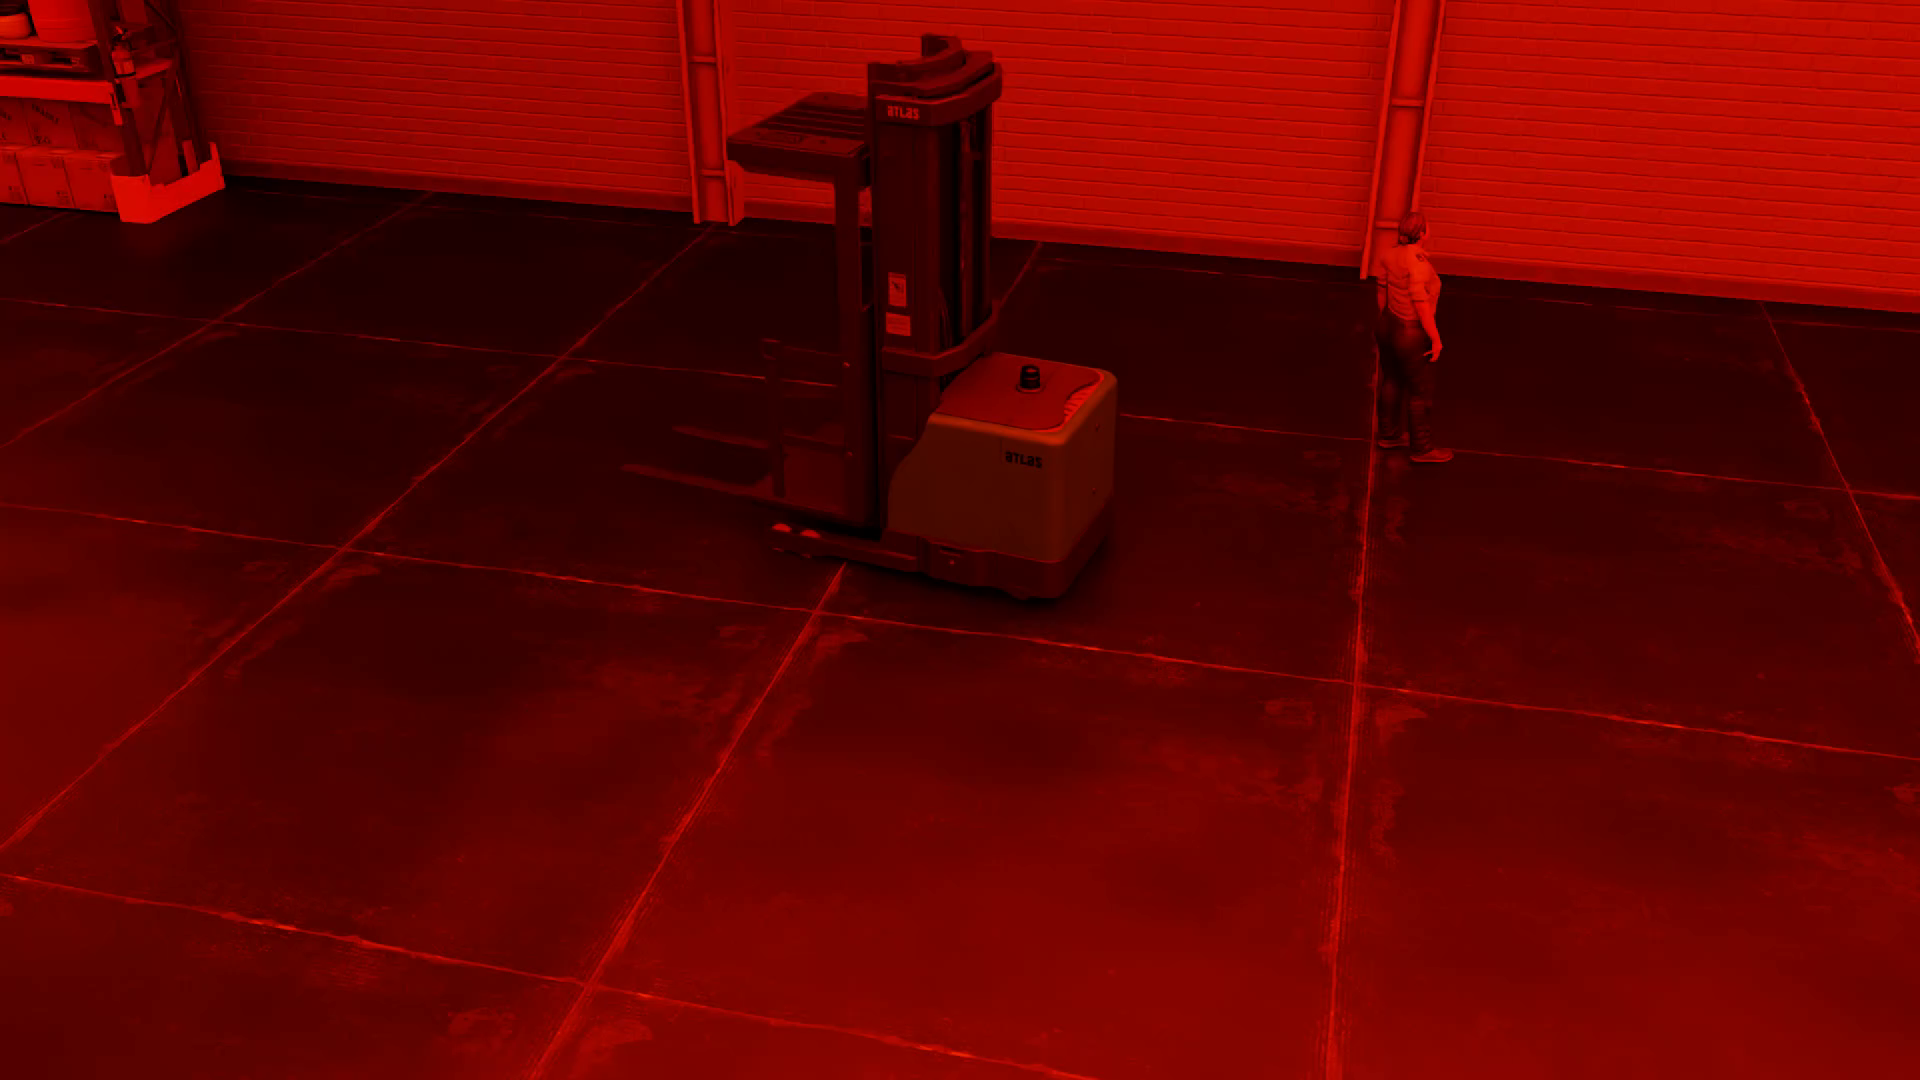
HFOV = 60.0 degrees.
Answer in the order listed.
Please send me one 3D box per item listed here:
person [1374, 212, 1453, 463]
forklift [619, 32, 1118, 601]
[{"bbox_3d":[2.978,-1.333,10.821,0.484,1.658,0.580,-11,31,-18],"label":"person"},{"bbox_3d":[-0.633,-1.393,9.629,3.031,2.935,1.130,12,32,20],"label":"forklift"}]
